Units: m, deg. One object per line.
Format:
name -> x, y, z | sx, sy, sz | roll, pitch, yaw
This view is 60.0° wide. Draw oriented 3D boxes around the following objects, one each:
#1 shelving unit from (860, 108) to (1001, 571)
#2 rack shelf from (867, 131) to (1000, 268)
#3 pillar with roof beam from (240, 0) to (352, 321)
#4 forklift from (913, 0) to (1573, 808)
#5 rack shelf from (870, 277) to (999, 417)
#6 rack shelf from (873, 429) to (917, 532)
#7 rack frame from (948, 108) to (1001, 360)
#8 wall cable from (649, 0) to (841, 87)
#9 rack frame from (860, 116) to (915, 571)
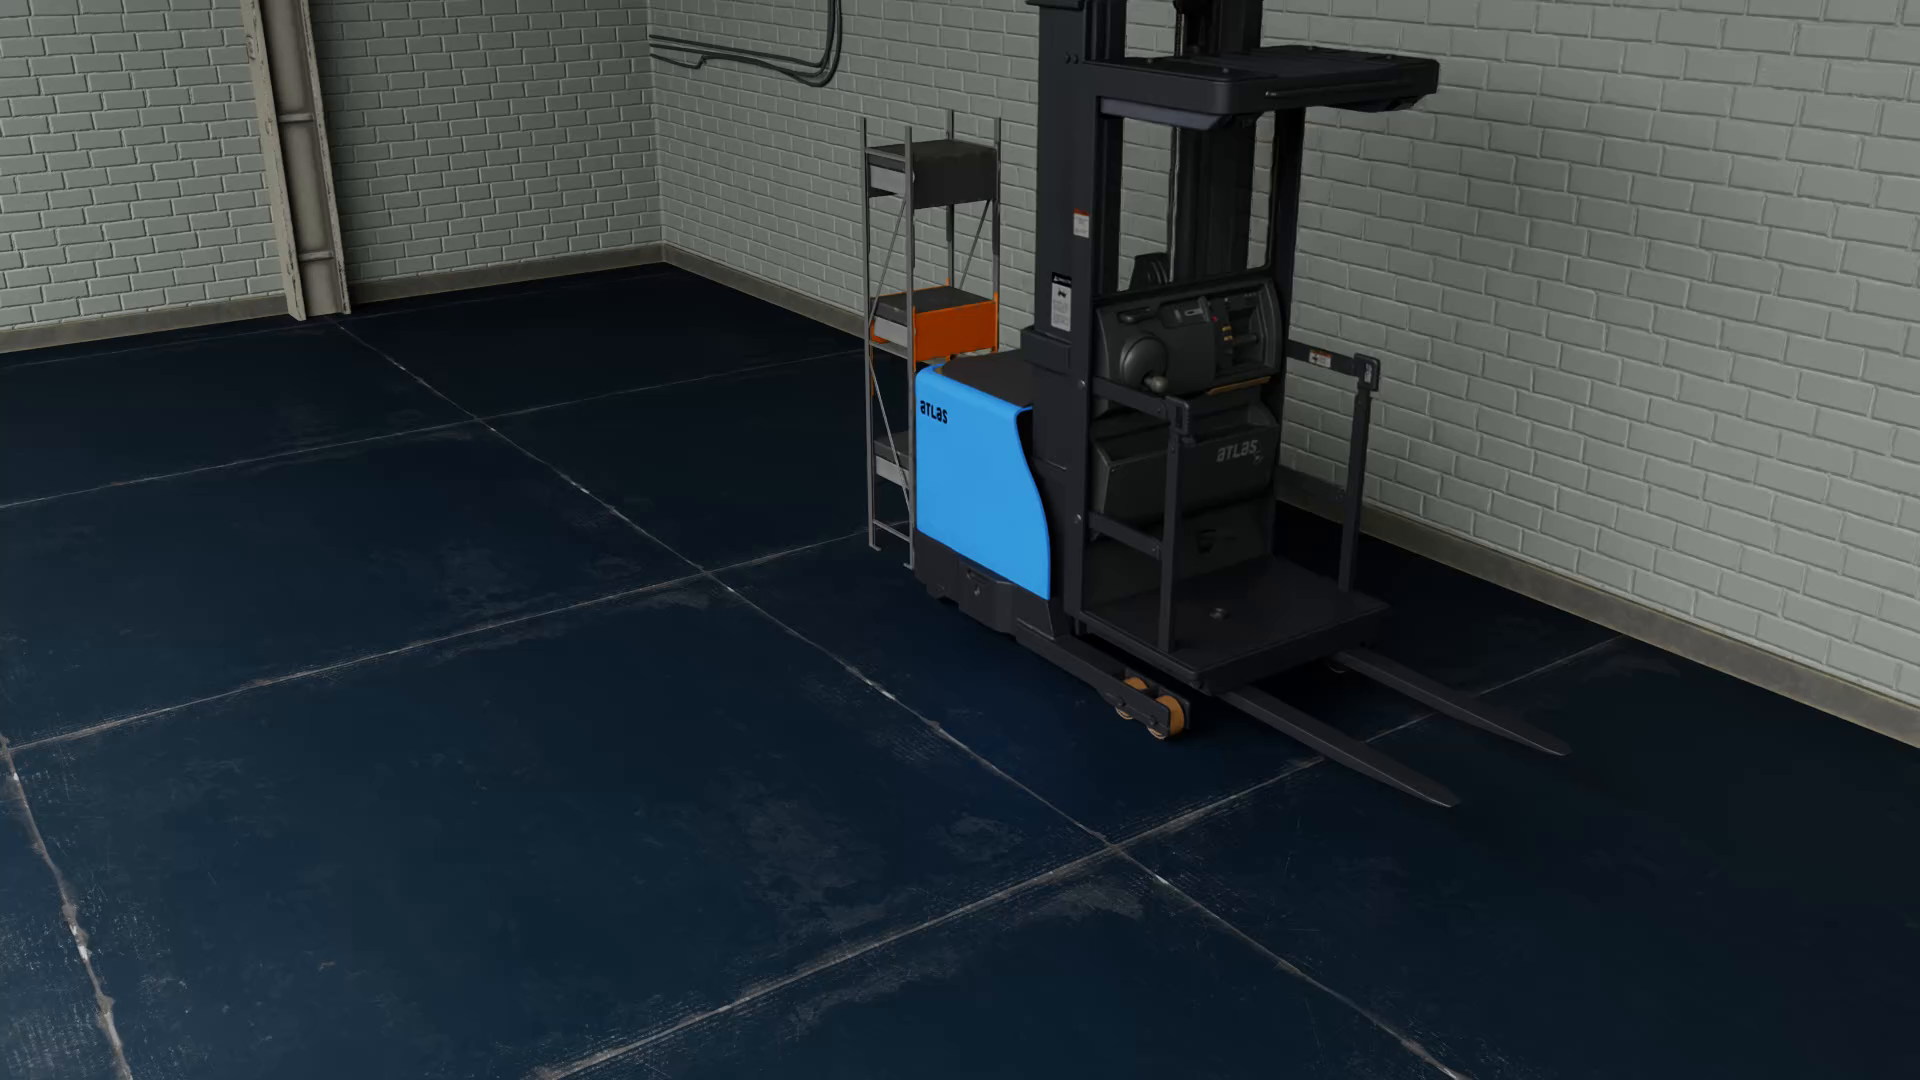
shelving unit -> -0.134, -0.939, 7.917 | 0.503, 2.100, 0.431 | -15, 26, -33
rack shelf -> -0.134, -1.577, 7.663 | 0.480, 0.518, 0.431 | -15, 26, -33
pillar with roof beam -> -2.399, -4.627, 7.850 | 0.400, 9.000, 9.100 | -15, 26, -33
forklift -> 1.041, -0.792, 6.426 | 1.130, 2.935, 3.031 | -15, 26, -32
rack shelf -> -0.134, -0.927, 7.922 | 0.480, 0.518, 0.431 | -15, 26, -33
rack shelf -> -0.134, -0.277, 8.182 | 0.480, 0.518, 0.431 | -15, 26, -33
rack frame -> 0.064, -0.992, 8.050 | 0.015, 2.100, 0.400 | -15, 26, -33
wall cable -> -1.750, -4.720, 12.272 | 0.112, 2.526, 3.097 | -15, 26, -33
rack frame -> -0.332, -0.887, 7.785 | 0.015, 2.100, 0.400 | -15, 26, -33
